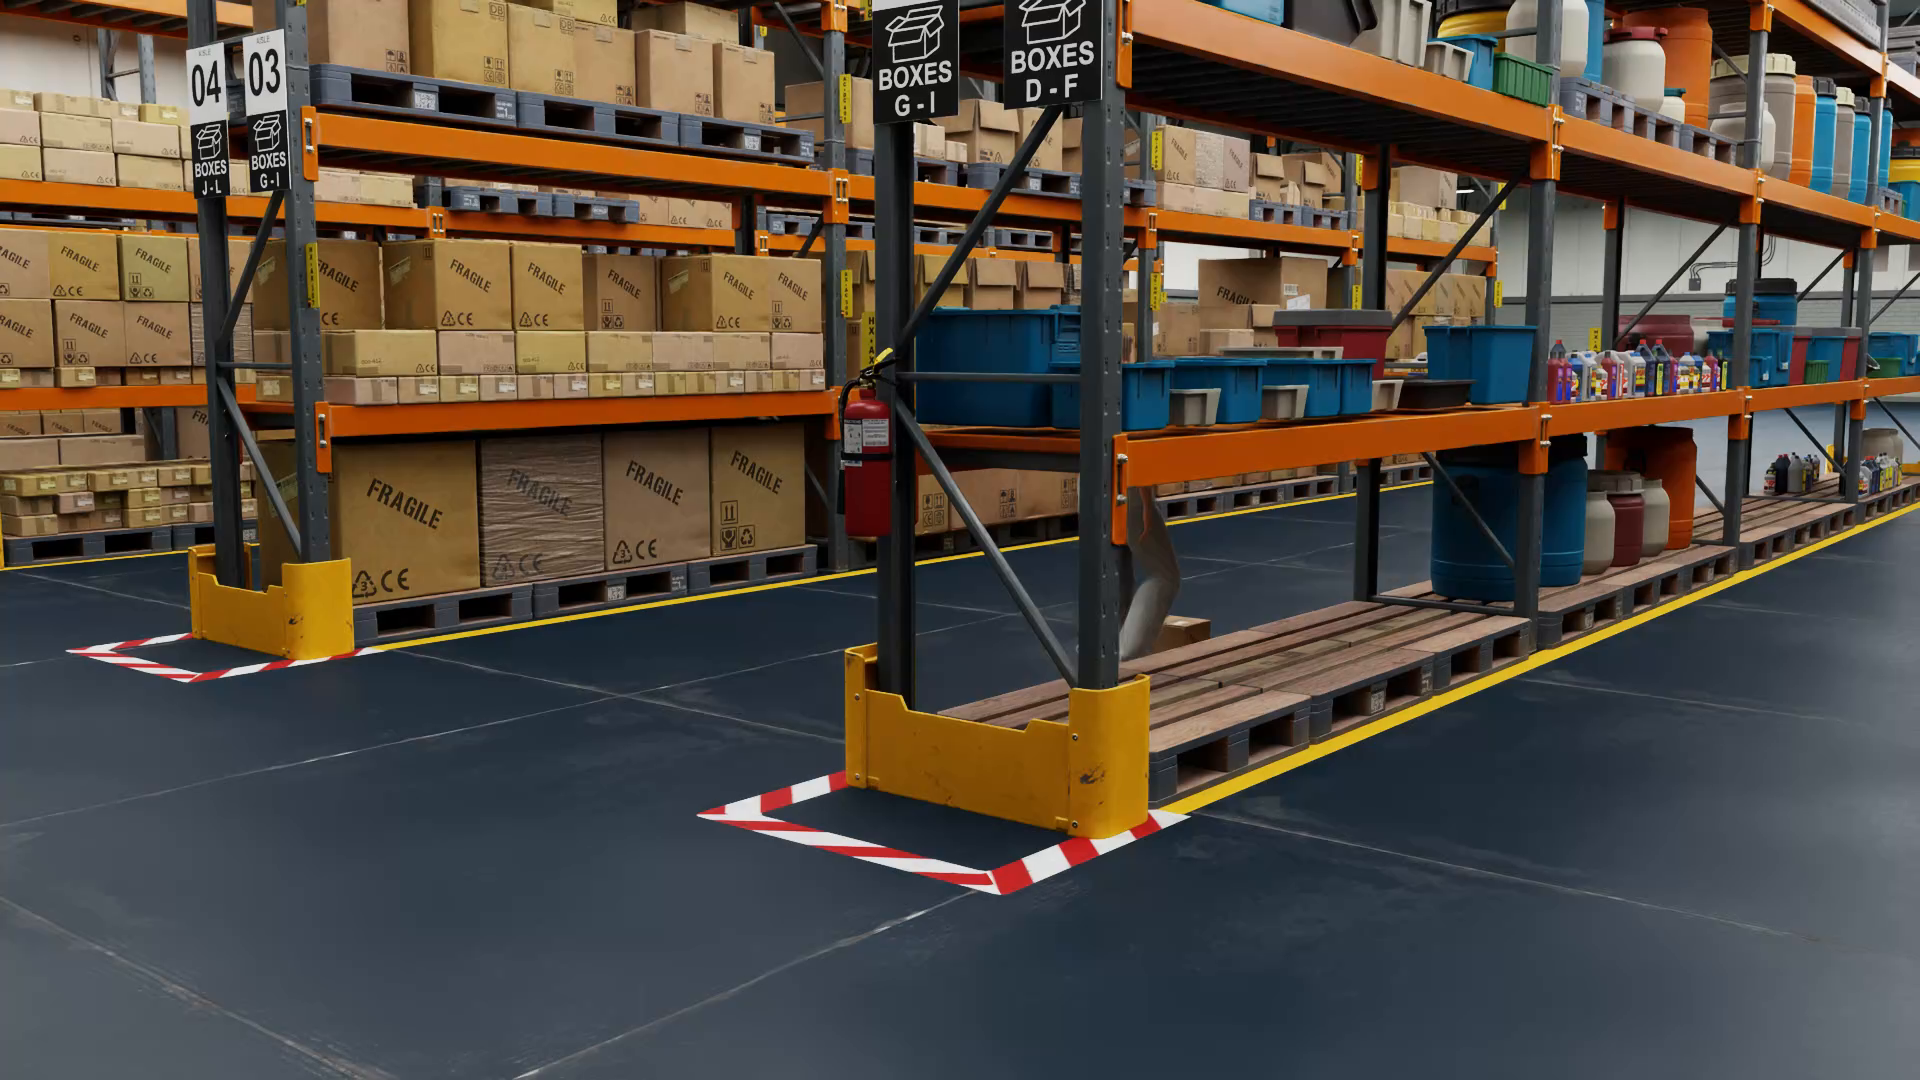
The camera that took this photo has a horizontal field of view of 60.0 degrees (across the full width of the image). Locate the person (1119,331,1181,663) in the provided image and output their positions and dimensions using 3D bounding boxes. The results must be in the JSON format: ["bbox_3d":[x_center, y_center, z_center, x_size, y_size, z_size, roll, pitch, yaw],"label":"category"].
[{"bbox_3d":[0.794,-0.137,7.839,0.539,1.683,0.464,-6,9,-41],"label":"person"}]
